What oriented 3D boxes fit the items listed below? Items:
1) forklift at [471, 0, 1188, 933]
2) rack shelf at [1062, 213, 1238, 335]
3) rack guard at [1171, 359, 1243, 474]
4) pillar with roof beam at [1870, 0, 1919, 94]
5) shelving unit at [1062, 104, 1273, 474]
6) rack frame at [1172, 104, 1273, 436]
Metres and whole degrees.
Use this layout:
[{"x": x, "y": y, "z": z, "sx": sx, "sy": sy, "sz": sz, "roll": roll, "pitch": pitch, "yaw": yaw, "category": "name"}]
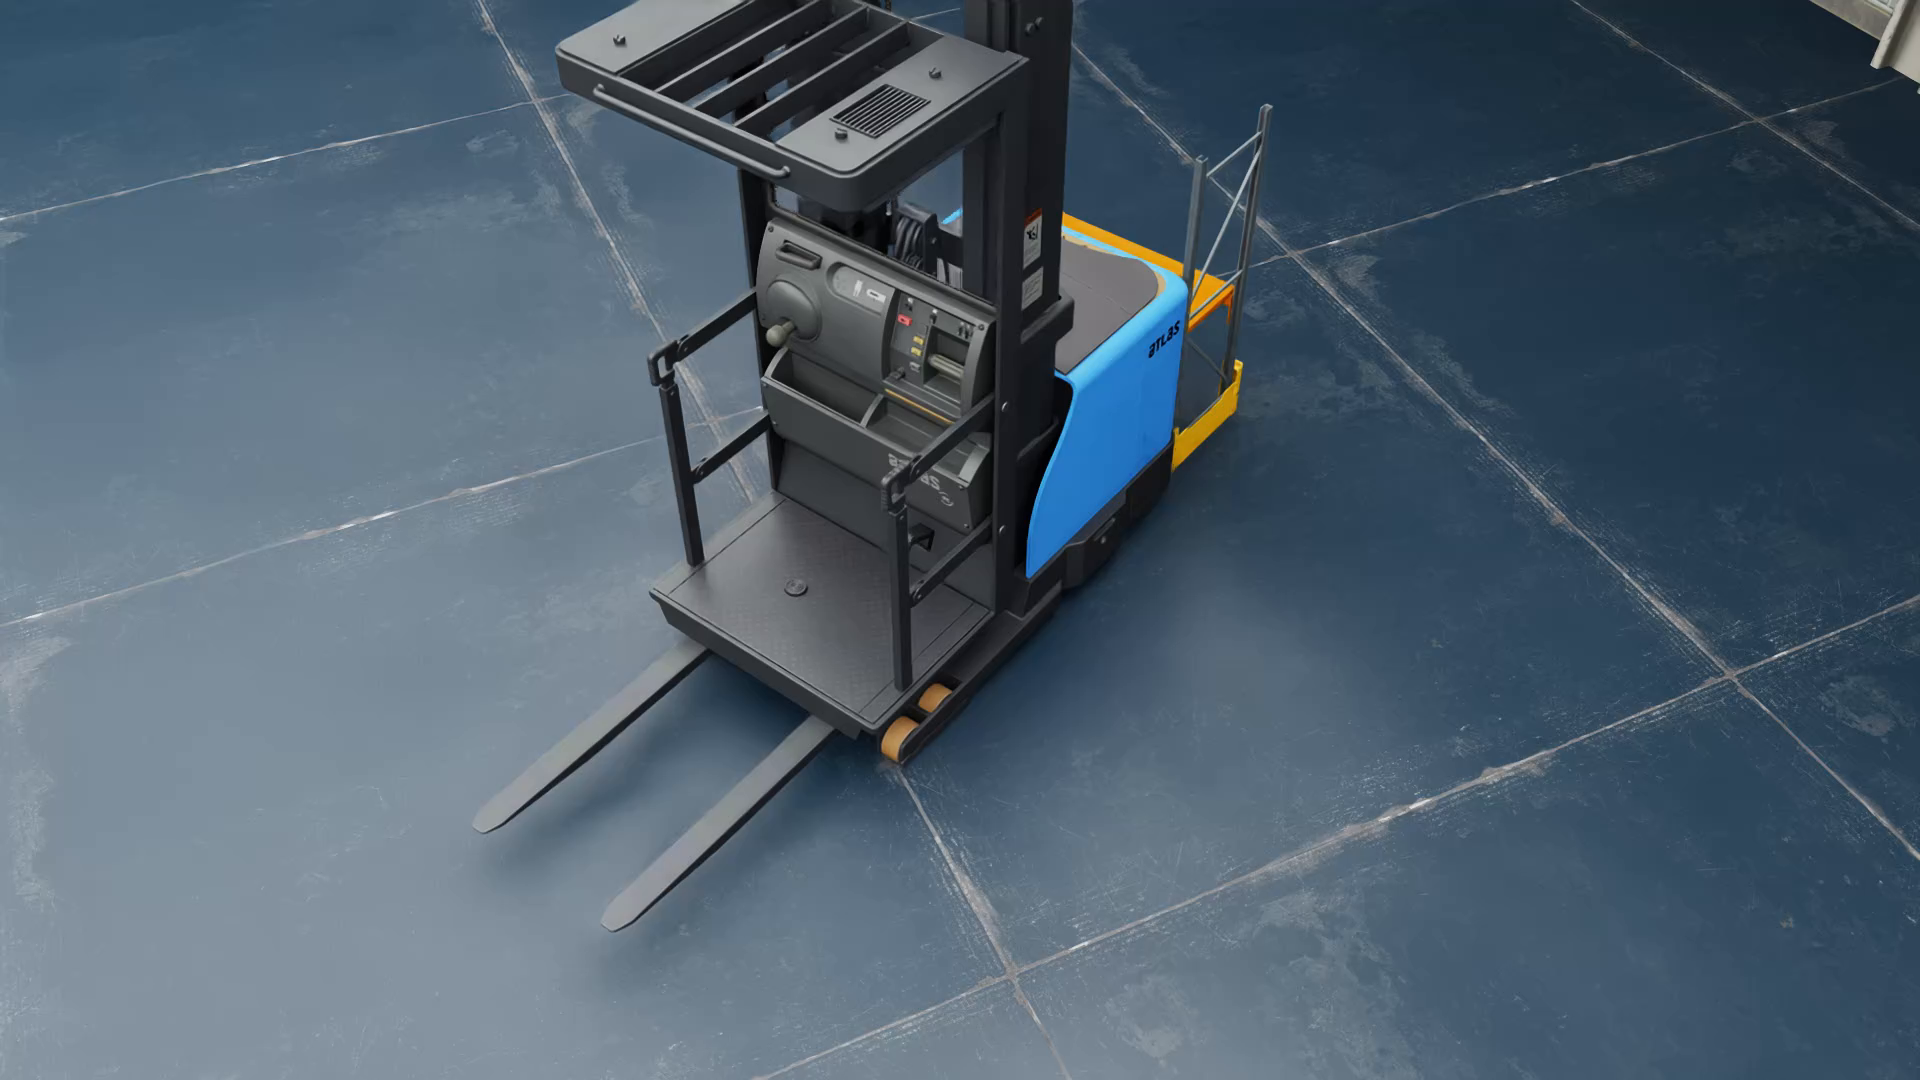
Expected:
[{"x": -0.426, "y": -0.644, "z": 5.316, "sx": 1.130, "sy": 2.935, "sz": 3.031, "roll": 28, "pitch": 51, "yaw": 26, "category": "forklift"}, {"x": 0.615, "y": -1.063, "z": 7.016, "sx": 1.000, "sy": 0.185, "sz": 0.538, "roll": 29, "pitch": 51, "yaw": 26, "category": "rack shelf"}, {"x": 1.014, "y": -0.527, "z": 7.106, "sx": 0.087, "sy": 0.250, "sz": 0.587, "roll": 29, "pitch": 51, "yaw": 26, "category": "rack guard"}, {"x": 1.516, "y": -4.570, "z": 4.975, "sx": 9.100, "sy": 9.000, "sz": 0.400, "roll": -18, "pitch": 47, "yaw": -17, "category": "pillar with roof beam"}, {"x": 0.622, "y": -1.187, "z": 6.885, "sx": 1.083, "sy": 1.500, "sz": 0.587, "roll": 29, "pitch": 51, "yaw": 26, "category": "shelving unit"}, {"x": 1.015, "y": -0.971, "z": 6.666, "sx": 0.032, "sy": 1.500, "sz": 0.500, "roll": 29, "pitch": 51, "yaw": 26, "category": "rack frame"}]
